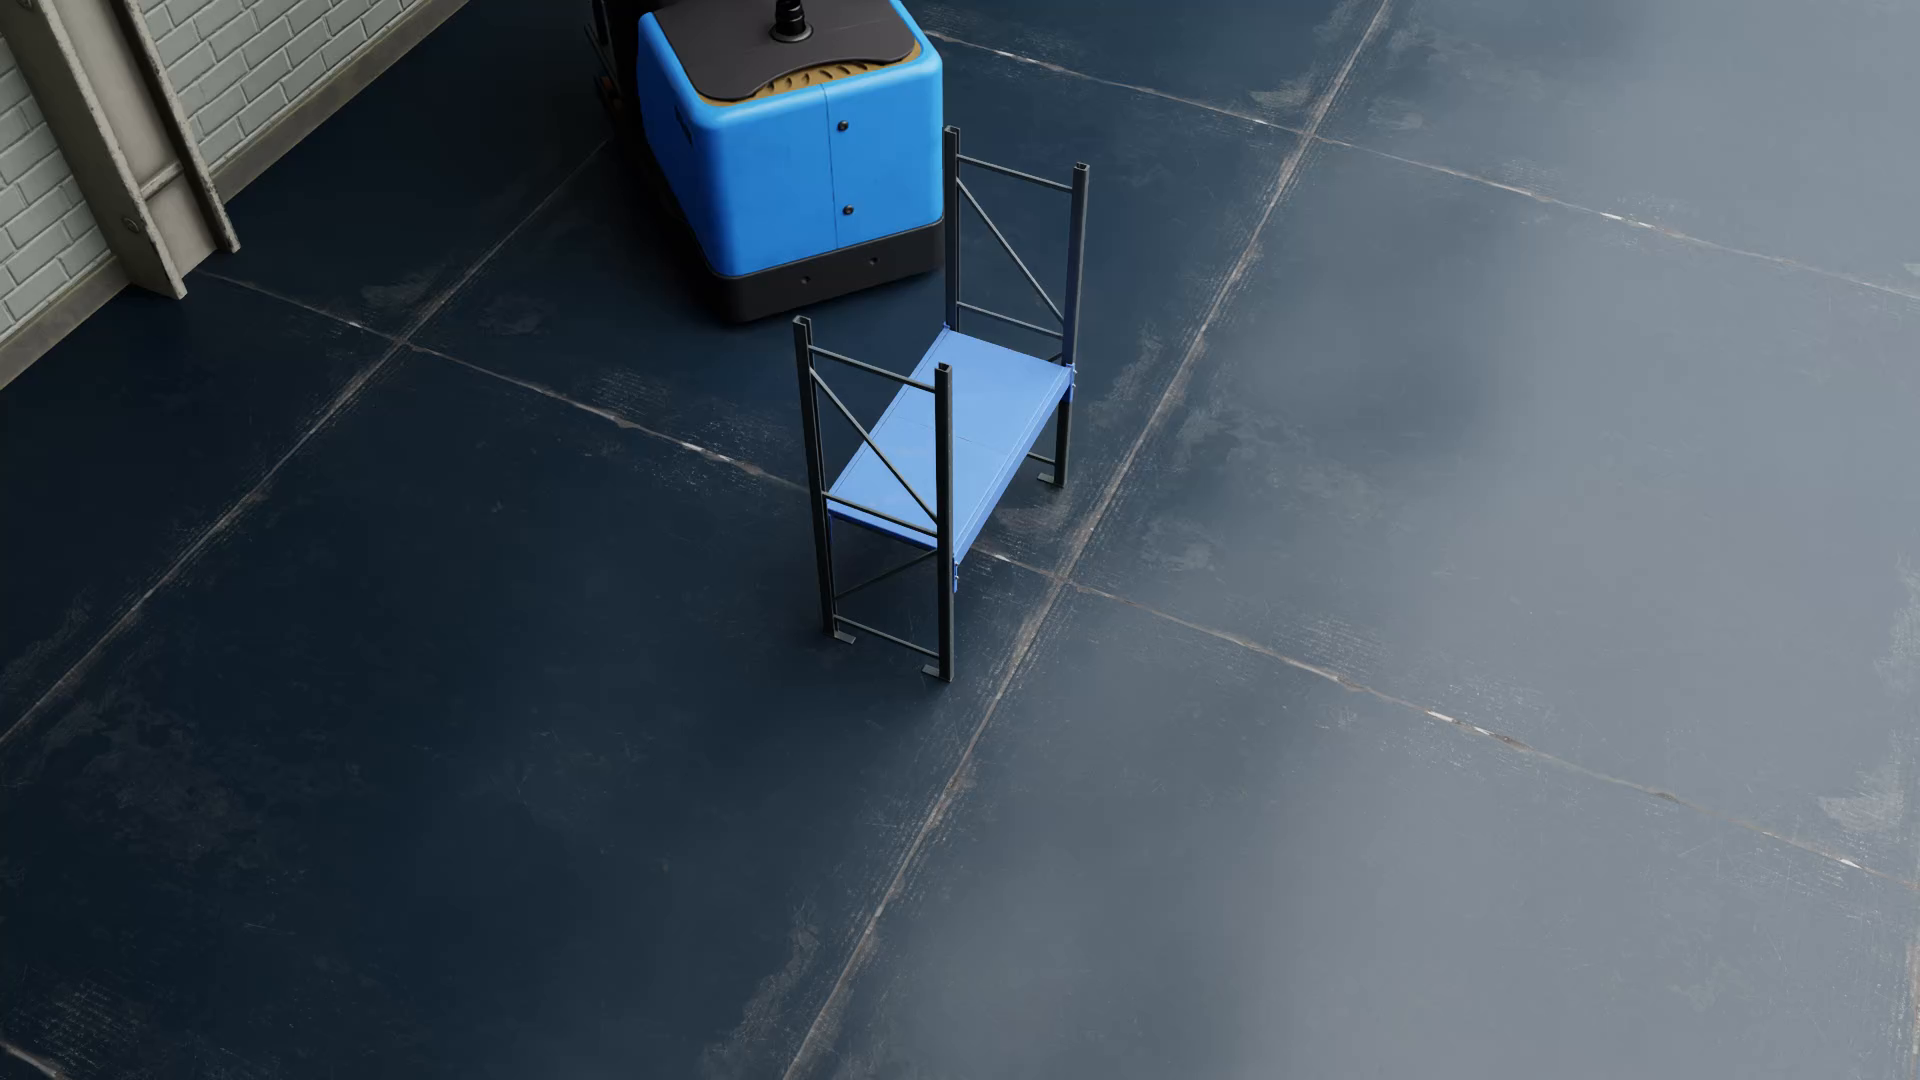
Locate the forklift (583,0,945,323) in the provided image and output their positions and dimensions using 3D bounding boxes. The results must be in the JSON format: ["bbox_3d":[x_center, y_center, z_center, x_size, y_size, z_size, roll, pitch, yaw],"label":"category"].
[{"bbox_3d":[-1.099,-2.998,6.877,1.130,2.935,3.031,-18,52,-15],"label":"forklift"}]

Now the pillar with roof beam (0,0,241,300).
[{"bbox_3d":[0.492,-2.730,2.664,9.100,9.000,0.400,20,52,16],"label":"pillar with roof beam"}]

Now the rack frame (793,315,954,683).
[{"bbox_3d":[-0.254,-0.077,5.331,0.500,1.500,0.032,20,52,16],"label":"rack frame"}]

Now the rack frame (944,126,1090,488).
[{"bbox_3d":[0.181,-0.777,5.927,0.500,1.500,0.032,20,52,16],"label":"rack frame"}]

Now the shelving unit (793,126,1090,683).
[{"bbox_3d":[-0.036,-0.427,5.629,0.538,1.500,1.048,20,52,16],"label":"shelving unit"}]

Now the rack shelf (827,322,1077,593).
[{"bbox_3d":[-0.036,-0.311,5.766,0.538,0.185,1.000,20,52,16],"label":"rack shelf"}]
